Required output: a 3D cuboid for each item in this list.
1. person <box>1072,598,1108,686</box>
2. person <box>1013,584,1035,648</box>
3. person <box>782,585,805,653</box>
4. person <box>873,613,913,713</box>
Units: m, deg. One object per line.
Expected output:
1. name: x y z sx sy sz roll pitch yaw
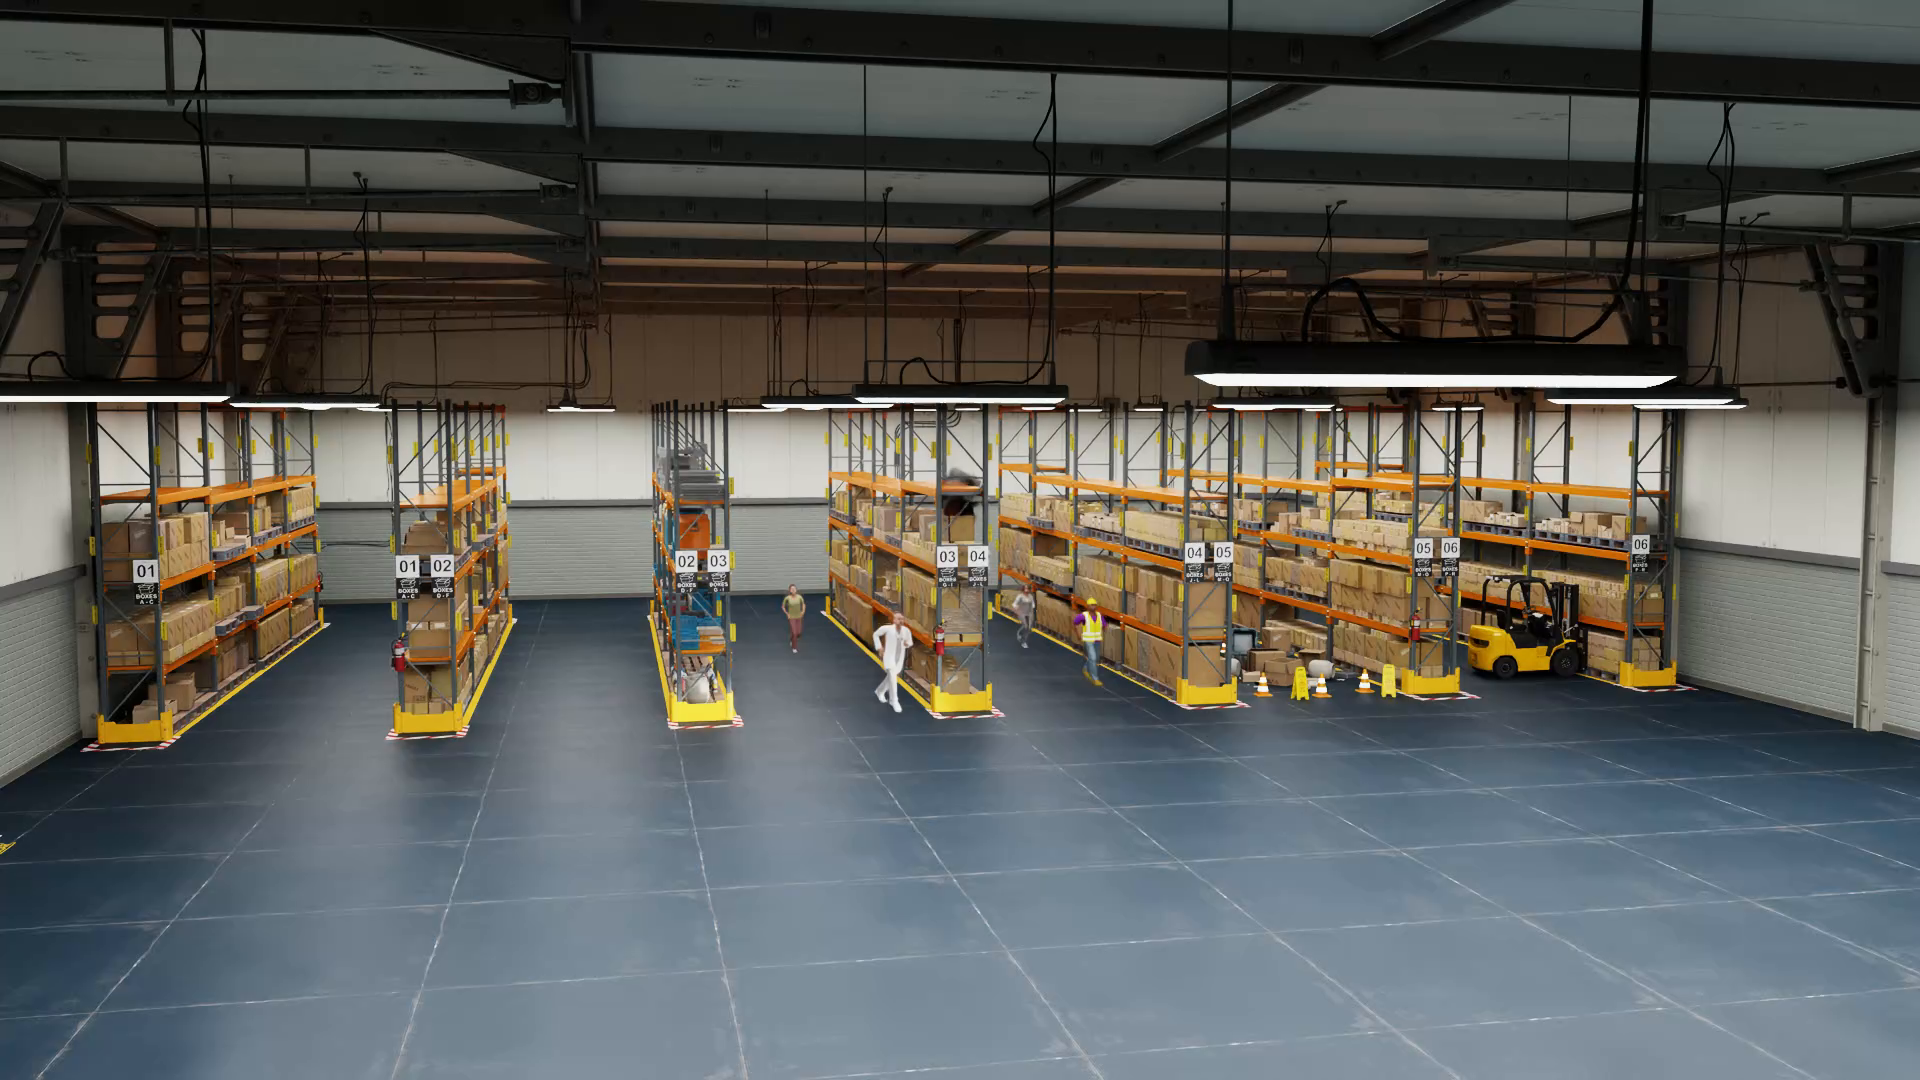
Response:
1. person: 2.703 2.065 34.043 0.707 1.745 0.985 -2 5 -25
2. person: 1.611 1.870 40.857 0.531 1.557 0.539 -1 5 -19
3. person: -4.015 1.889 40.165 0.582 1.638 0.553 -1 5 -19
4. person: -1.276 2.275 31.499 0.703 1.808 0.952 -3 5 -32
